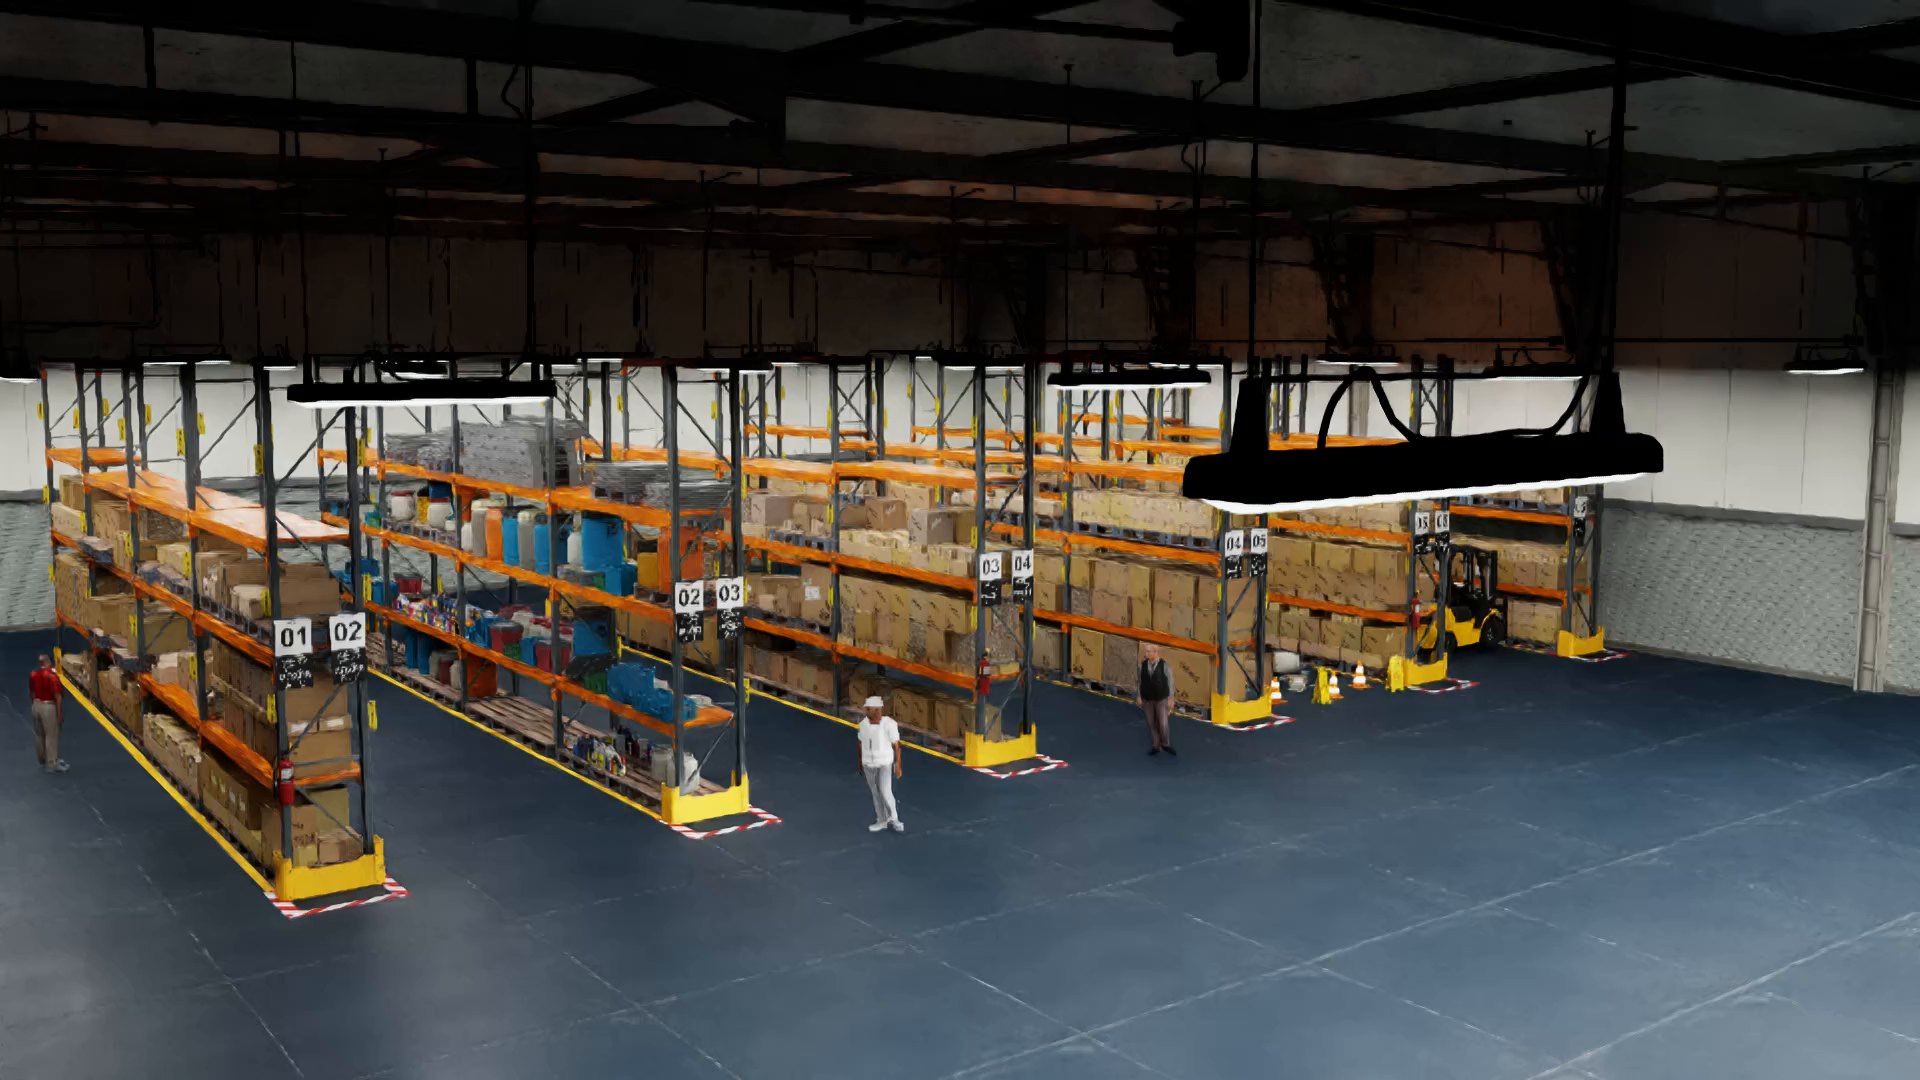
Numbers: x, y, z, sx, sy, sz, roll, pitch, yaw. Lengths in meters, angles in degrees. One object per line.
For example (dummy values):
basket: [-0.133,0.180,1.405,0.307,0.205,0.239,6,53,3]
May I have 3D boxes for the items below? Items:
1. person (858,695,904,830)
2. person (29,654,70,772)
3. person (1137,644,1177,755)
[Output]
person: [-1.031,2.876,21.470,0.652,1.760,0.399,3,8,26]
person: [-13.415,2.523,24.517,0.593,1.733,0.444,3,7,23]
person: [3.002,2.432,25.375,0.643,1.708,0.389,3,7,22]
